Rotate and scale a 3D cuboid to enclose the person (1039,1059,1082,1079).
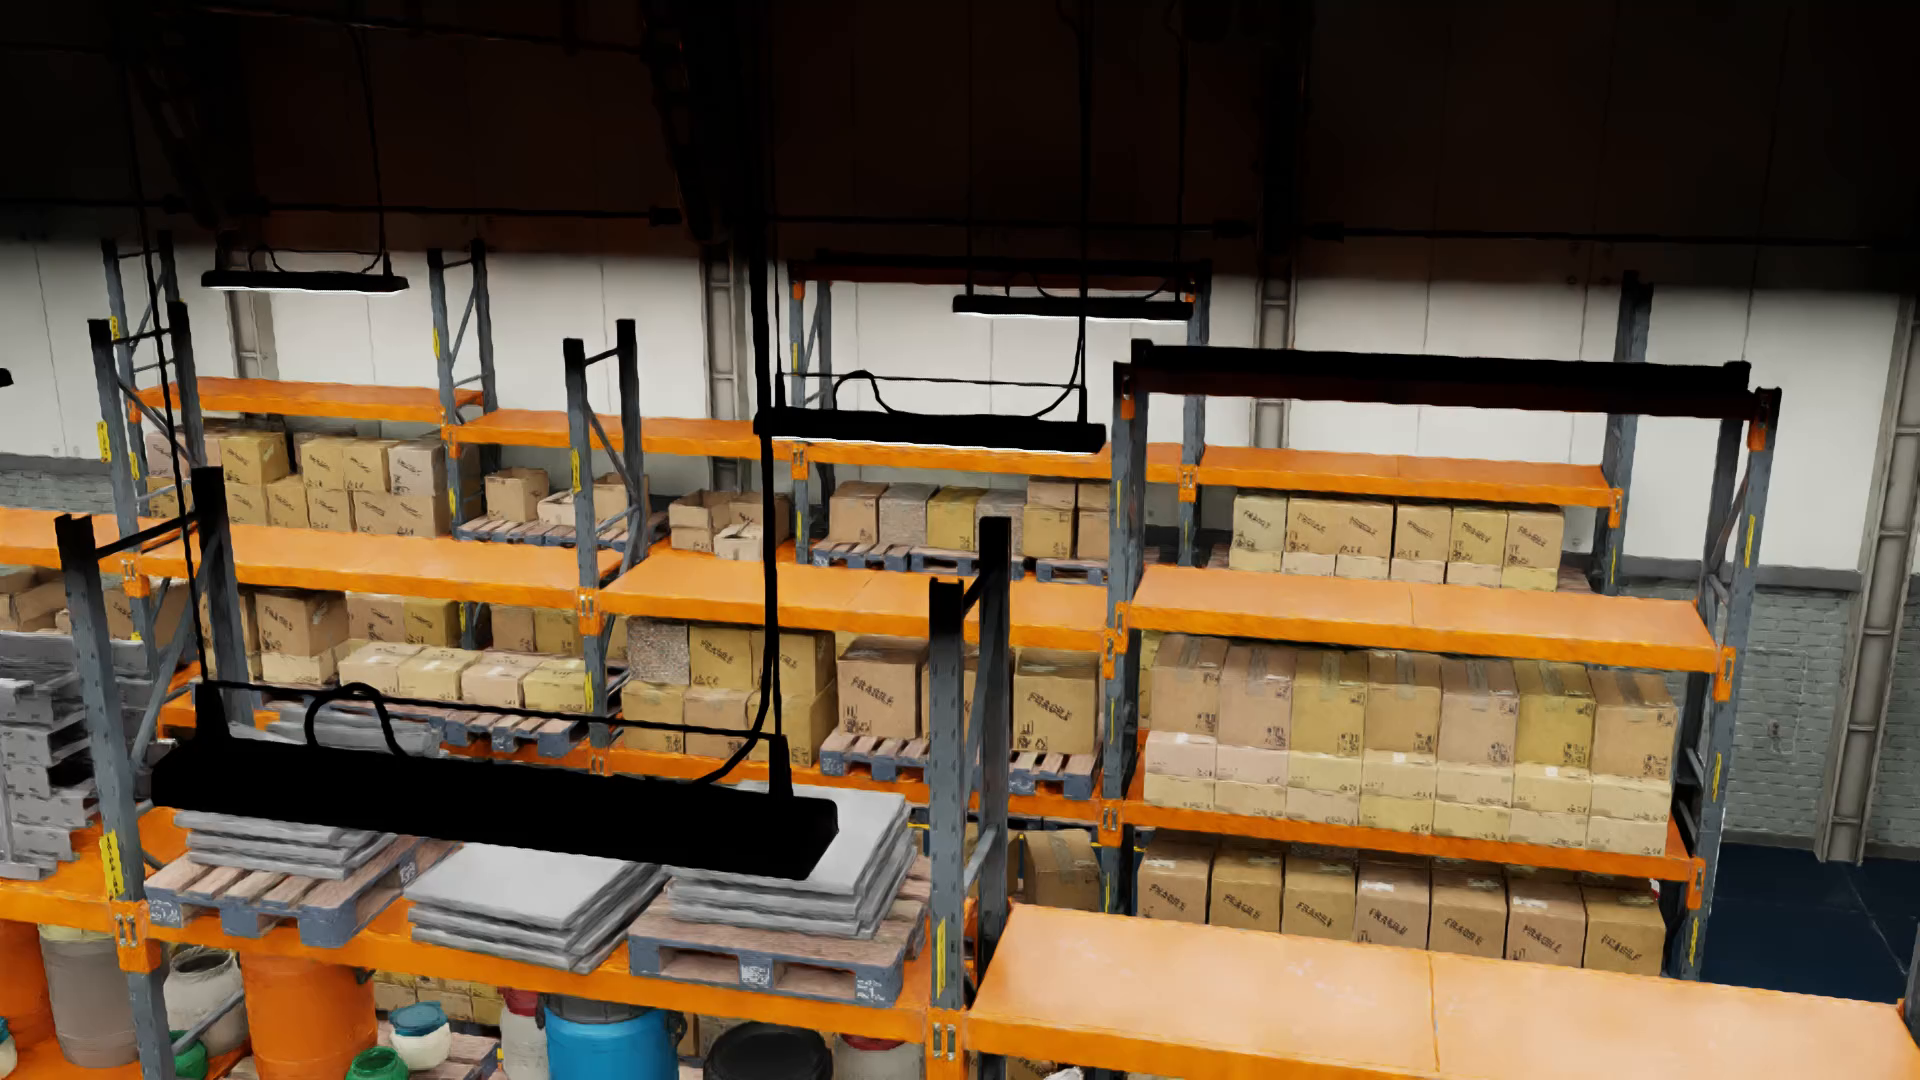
[{"bbox_3d":[0.684,4.126,11.349,0.988,1.622,0.500,3,17,12],"label":"person"}]
